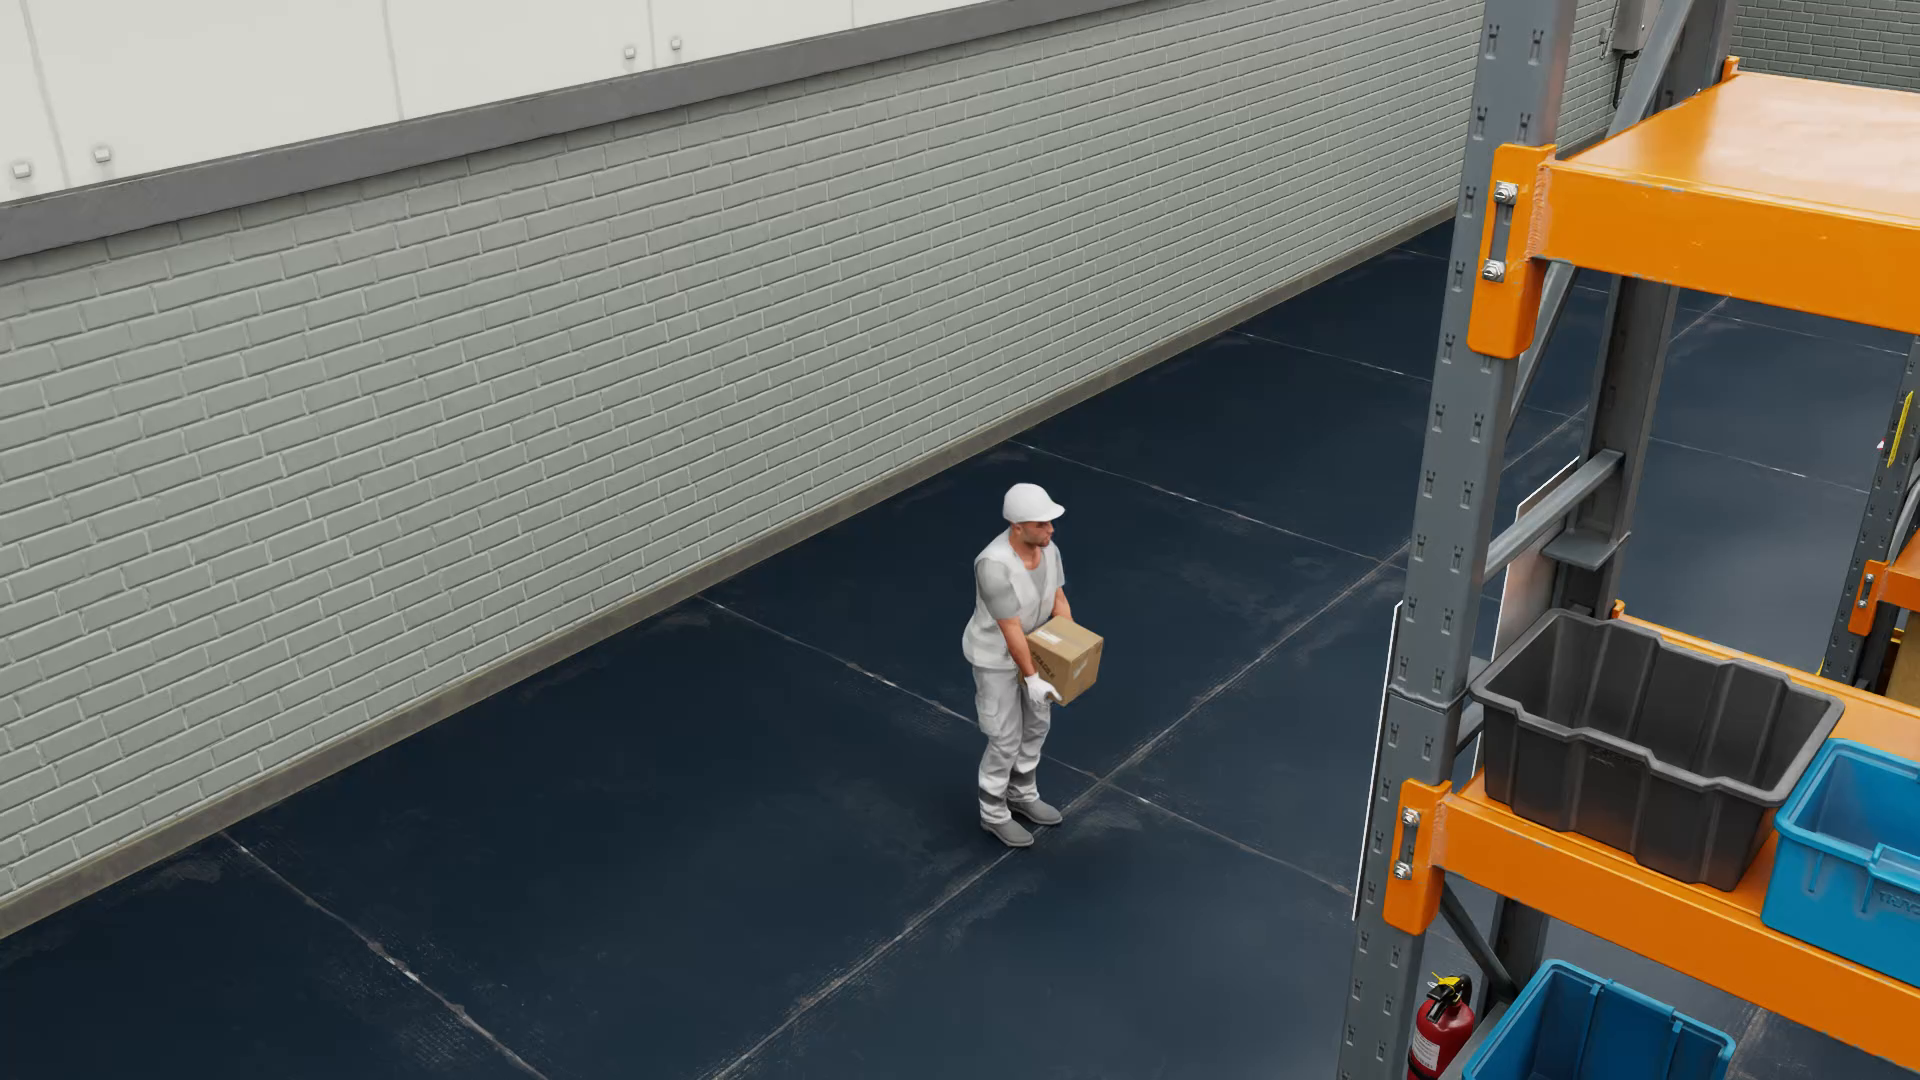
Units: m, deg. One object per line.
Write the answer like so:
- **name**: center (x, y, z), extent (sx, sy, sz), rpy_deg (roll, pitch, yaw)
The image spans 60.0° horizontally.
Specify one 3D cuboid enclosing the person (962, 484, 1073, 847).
- **person**: center (0.310, 0.561, 7.507), extent (0.571, 1.776, 0.494), rpy_deg (20, 33, 34)
